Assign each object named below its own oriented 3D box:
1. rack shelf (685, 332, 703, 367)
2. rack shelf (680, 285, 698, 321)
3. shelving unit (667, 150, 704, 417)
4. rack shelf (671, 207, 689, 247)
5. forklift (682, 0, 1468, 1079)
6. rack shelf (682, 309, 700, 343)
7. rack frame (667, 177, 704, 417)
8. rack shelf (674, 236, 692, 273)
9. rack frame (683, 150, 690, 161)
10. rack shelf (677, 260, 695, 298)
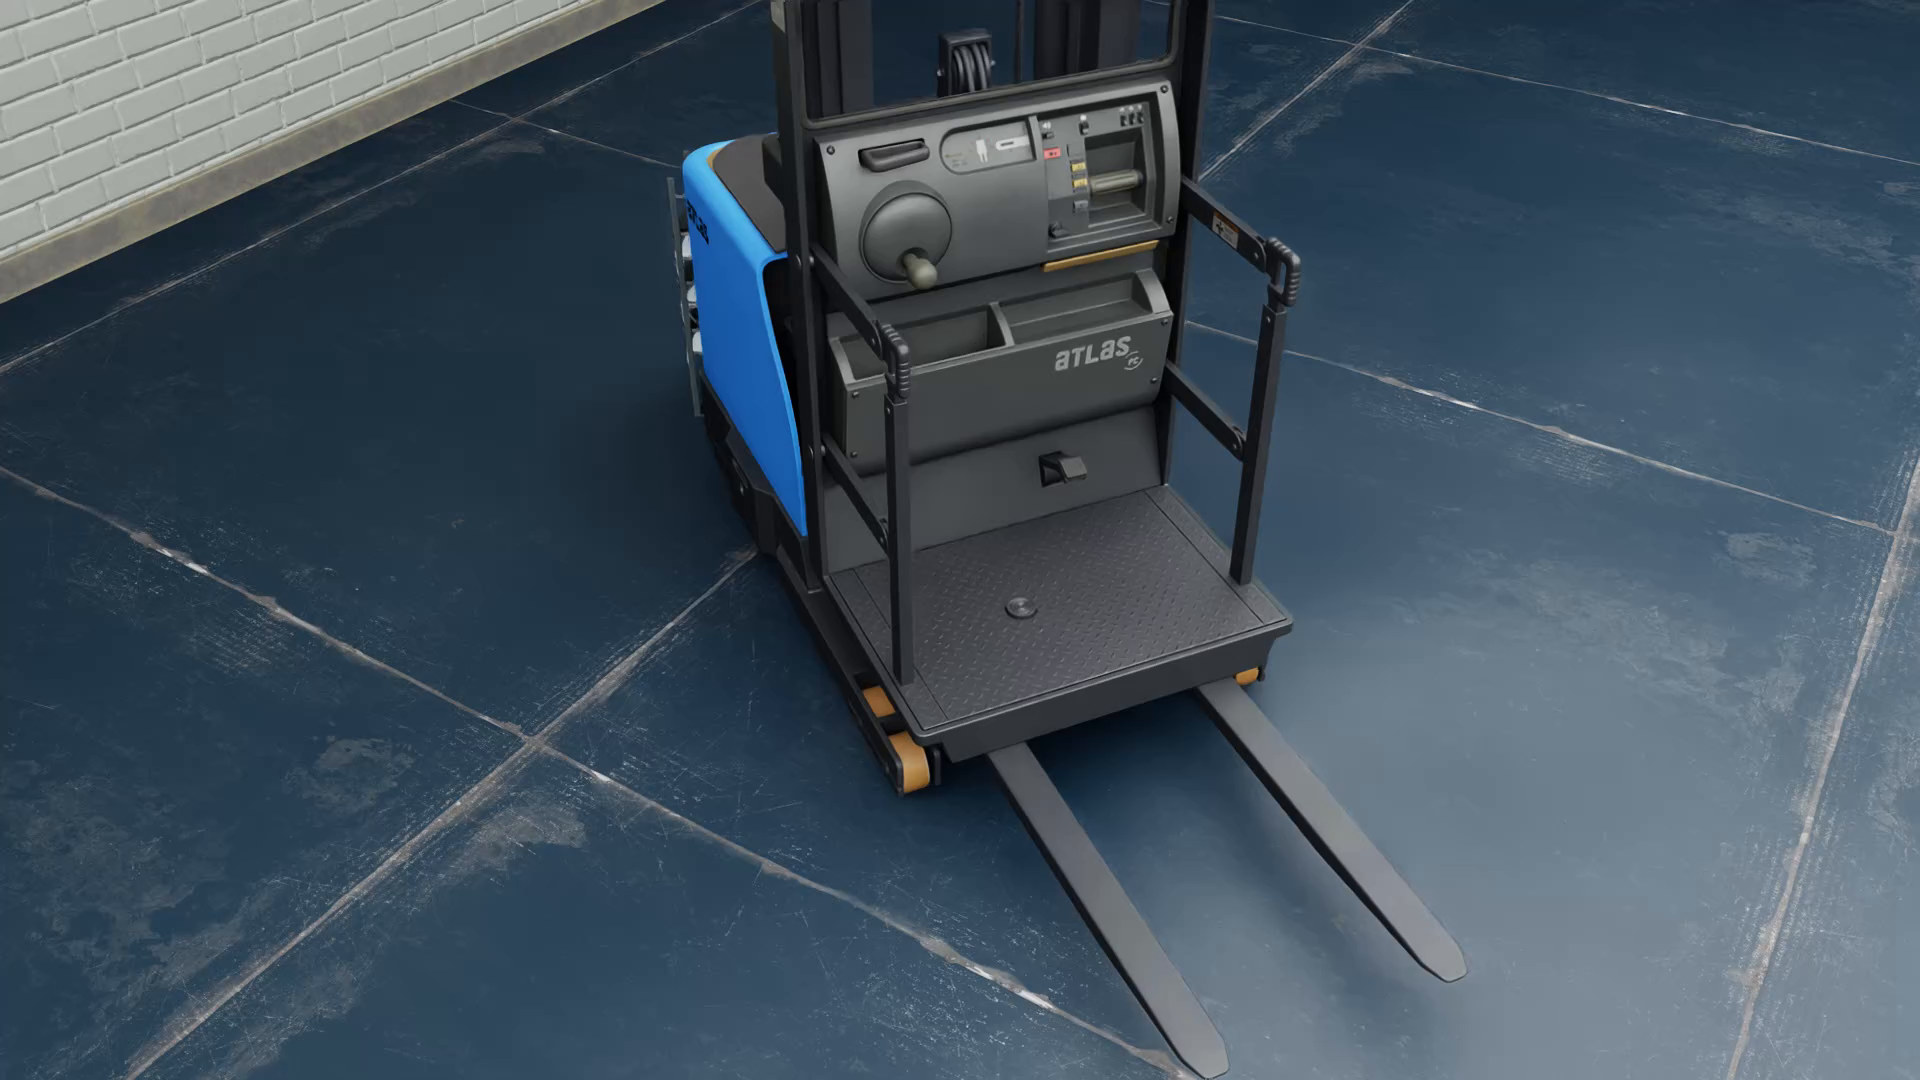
[{"bbox_3d":[-0.796,-0.675,5.738,0.258,0.077,0.200,4,38,5],"label":"rack shelf"},{"bbox_3d":[-0.796,-0.817,5.628,0.258,0.077,0.200,4,38,5],"label":"rack shelf"},{"bbox_3d":[-0.796,-0.844,5.607,0.258,0.900,0.210,4,38,5],"label":"shelving unit"},{"bbox_3d":[-0.796,-1.031,5.463,0.258,0.077,0.200,4,38,5],"label":"rack shelf"},{"bbox_3d":[0.201,-0.796,3.881,1.130,2.935,3.031,-15,40,-19],"label":"forklift"},{"bbox_3d":[-0.796,-0.746,5.683,0.258,0.077,0.200,4,38,5],"label":"rack shelf"},{"bbox_3d":[-0.808,-0.782,5.527,0.240,0.900,0.006,4,38,5],"label":"rack frame"},{"bbox_3d":[-0.796,-0.960,5.518,0.258,0.077,0.200,4,38,5],"label":"rack shelf"},{"bbox_3d":[-0.784,-0.905,5.687,0.240,0.900,0.006,4,38,5],"label":"rack frame"},{"bbox_3d":[-0.796,-0.889,5.573,0.258,0.077,0.200,4,38,5],"label":"rack shelf"}]
